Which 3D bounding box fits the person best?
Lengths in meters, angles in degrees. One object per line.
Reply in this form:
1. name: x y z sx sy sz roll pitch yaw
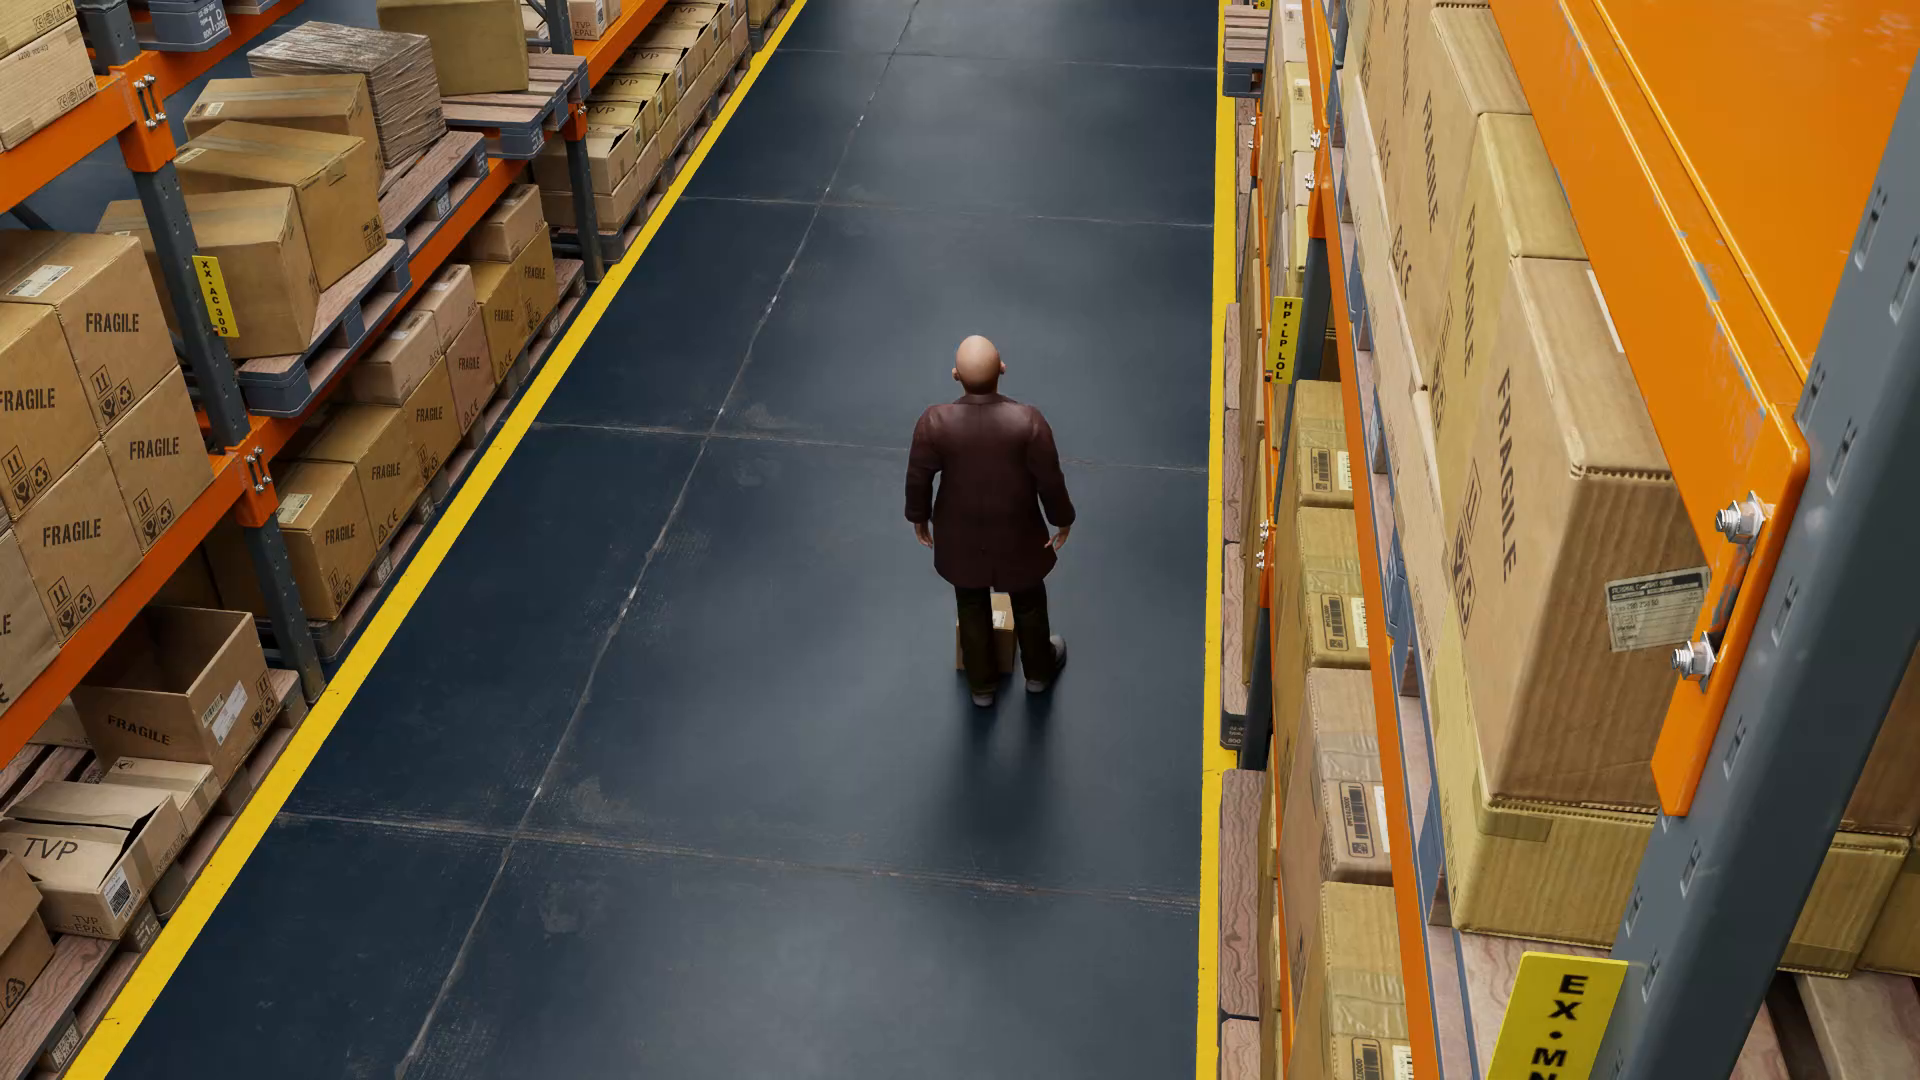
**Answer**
1. person: 0.128 -0.108 6.794 0.698 1.778 0.580 5 36 6
